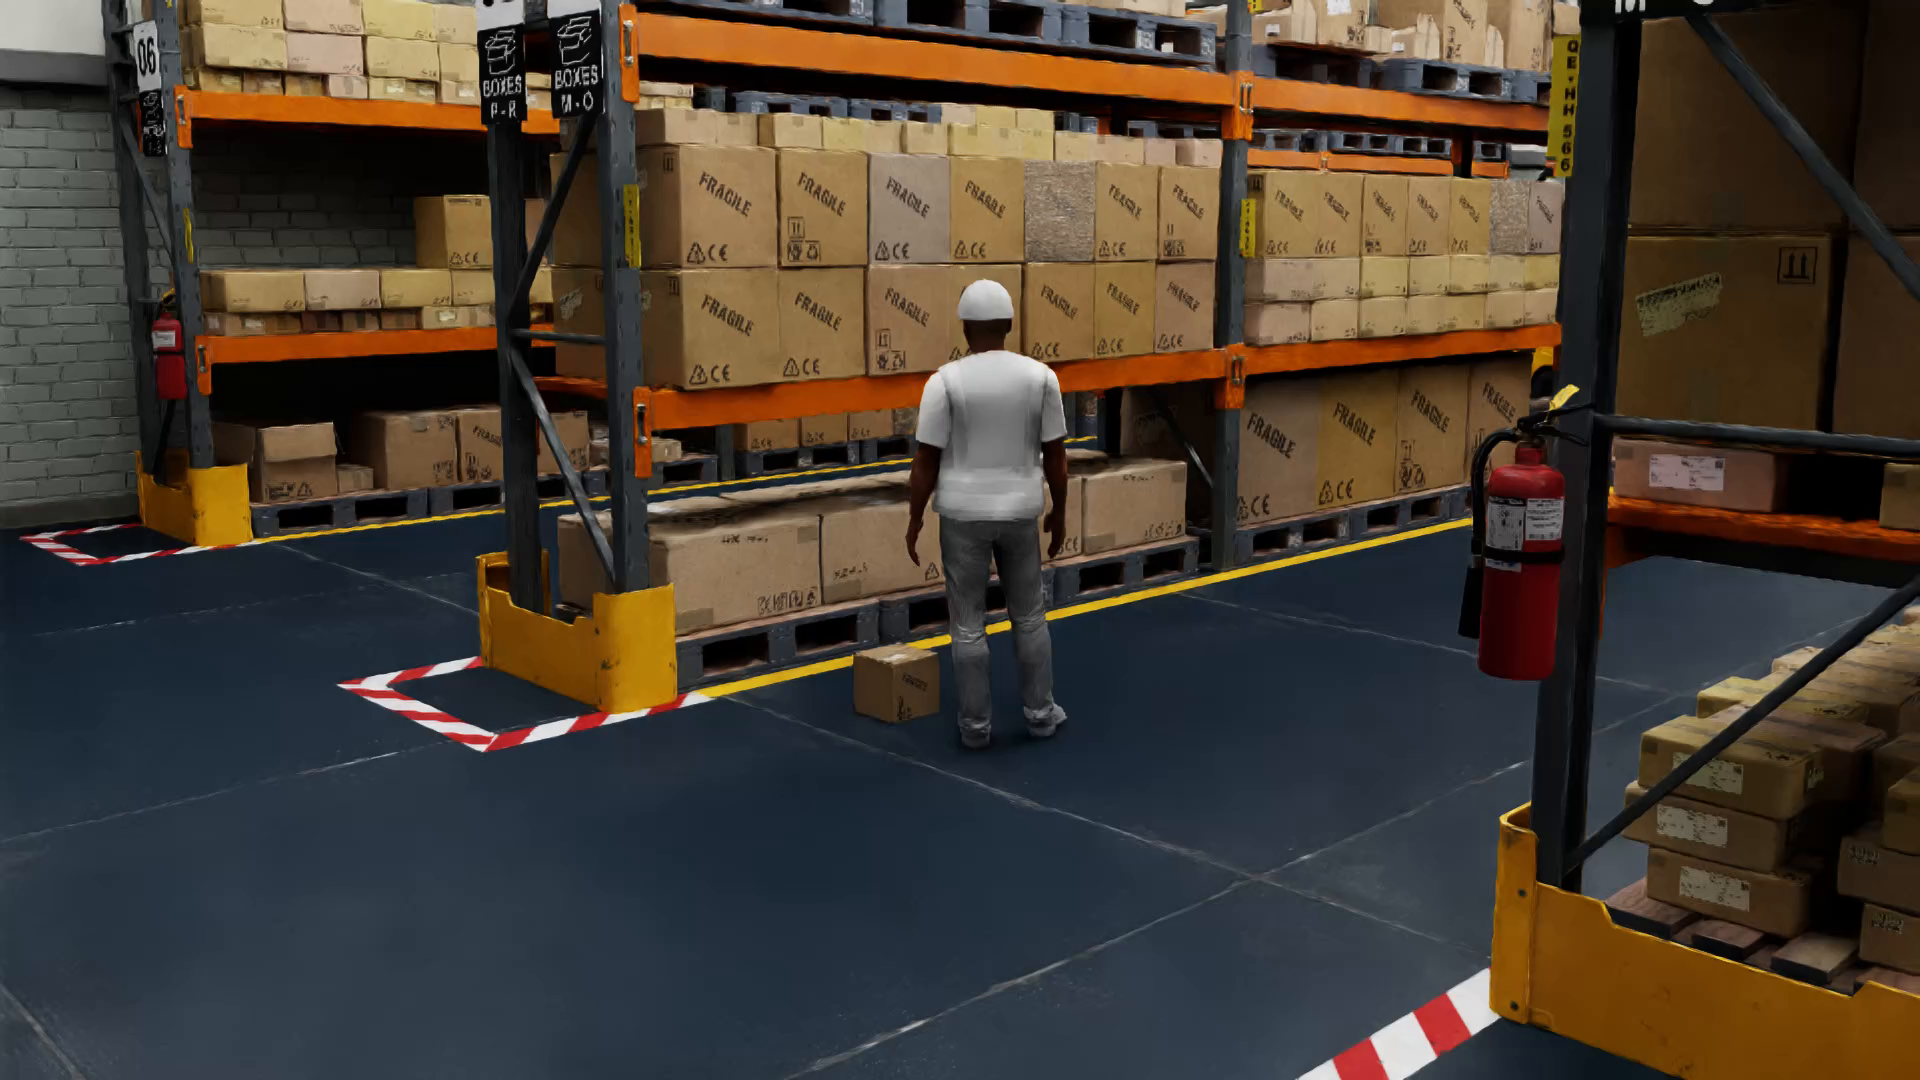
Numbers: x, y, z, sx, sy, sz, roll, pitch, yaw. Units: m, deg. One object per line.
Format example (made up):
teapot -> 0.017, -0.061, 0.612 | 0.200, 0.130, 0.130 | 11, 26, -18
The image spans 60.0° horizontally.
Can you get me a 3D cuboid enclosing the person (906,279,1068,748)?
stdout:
person -> 0.125, -0.099, 6.340 | 0.683, 1.773, 0.421 | -3, 11, -14
